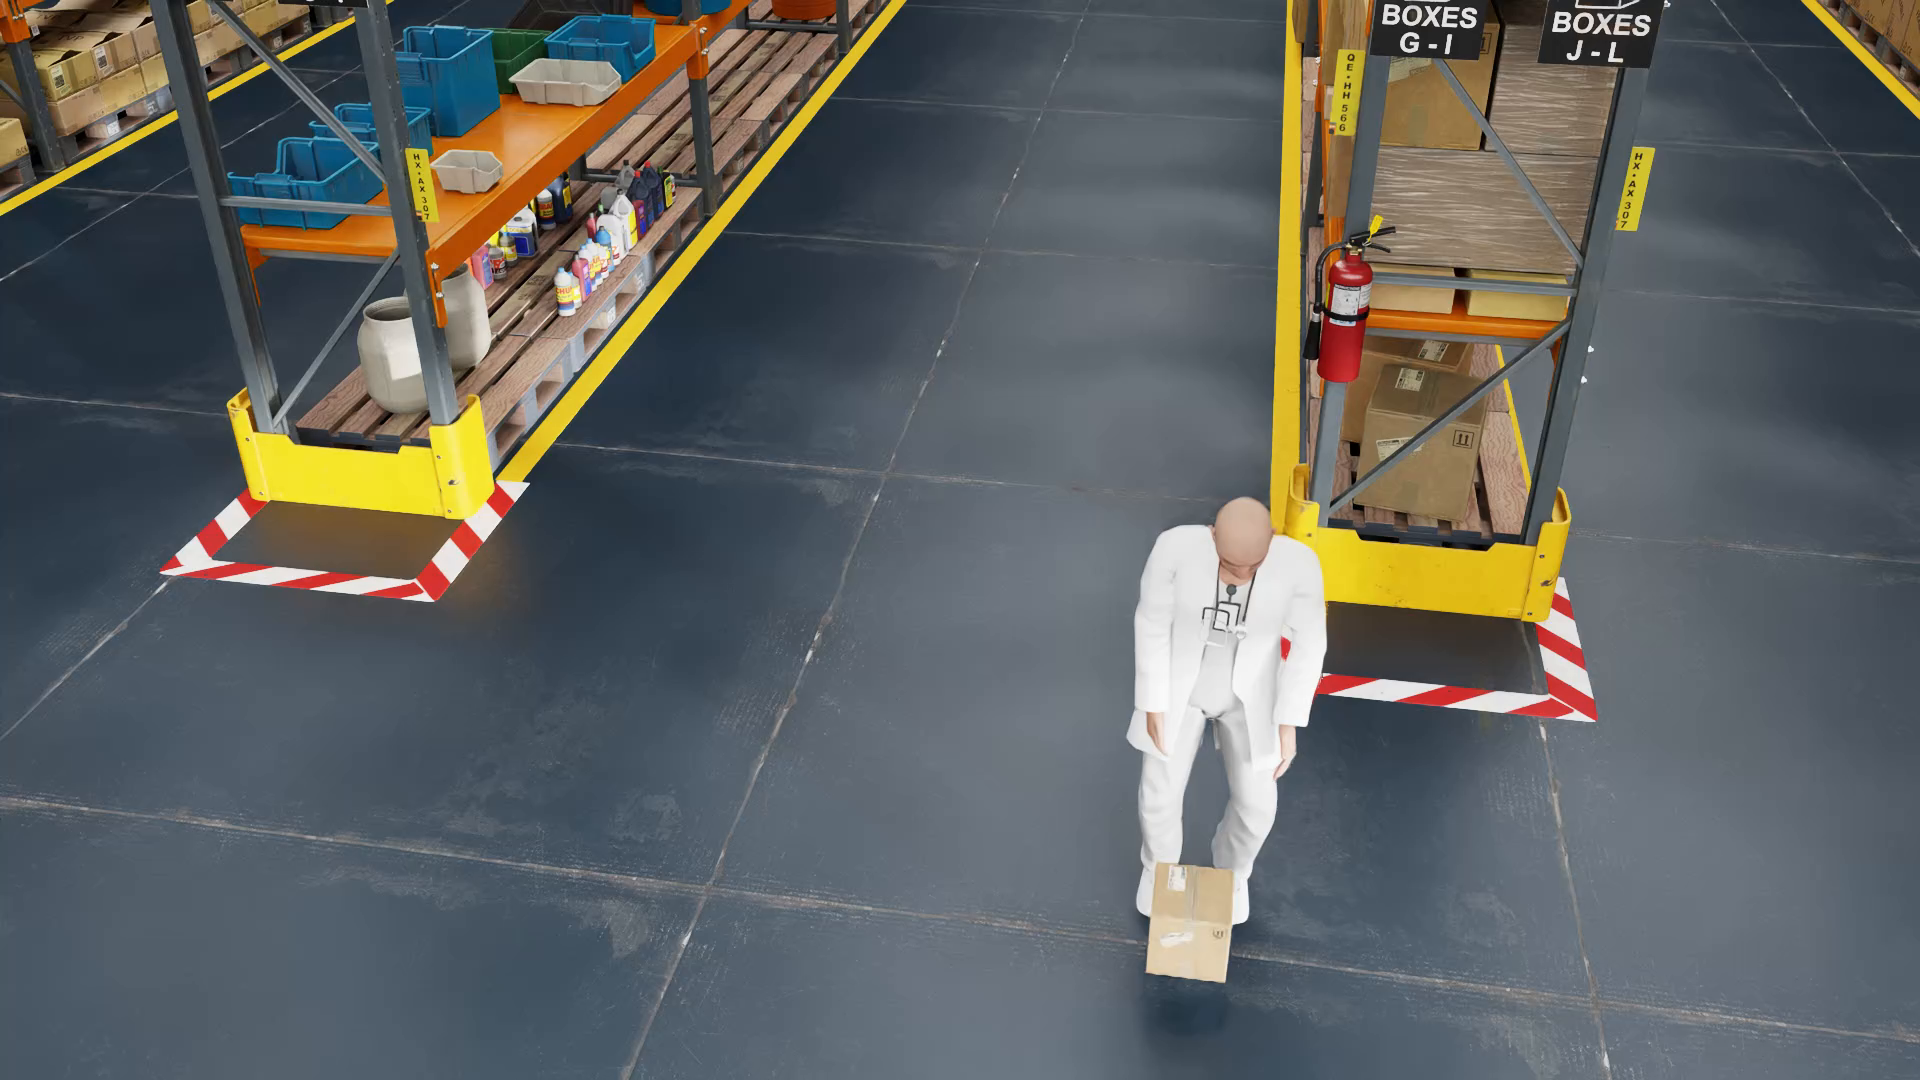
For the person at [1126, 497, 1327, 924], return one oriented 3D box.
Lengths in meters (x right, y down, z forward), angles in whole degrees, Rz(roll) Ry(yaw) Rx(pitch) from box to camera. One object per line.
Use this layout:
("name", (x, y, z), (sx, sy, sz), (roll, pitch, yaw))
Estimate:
("person", (0.856, 0.526, 5.427), (0.607, 1.662, 0.496), (6, 32, 9))
